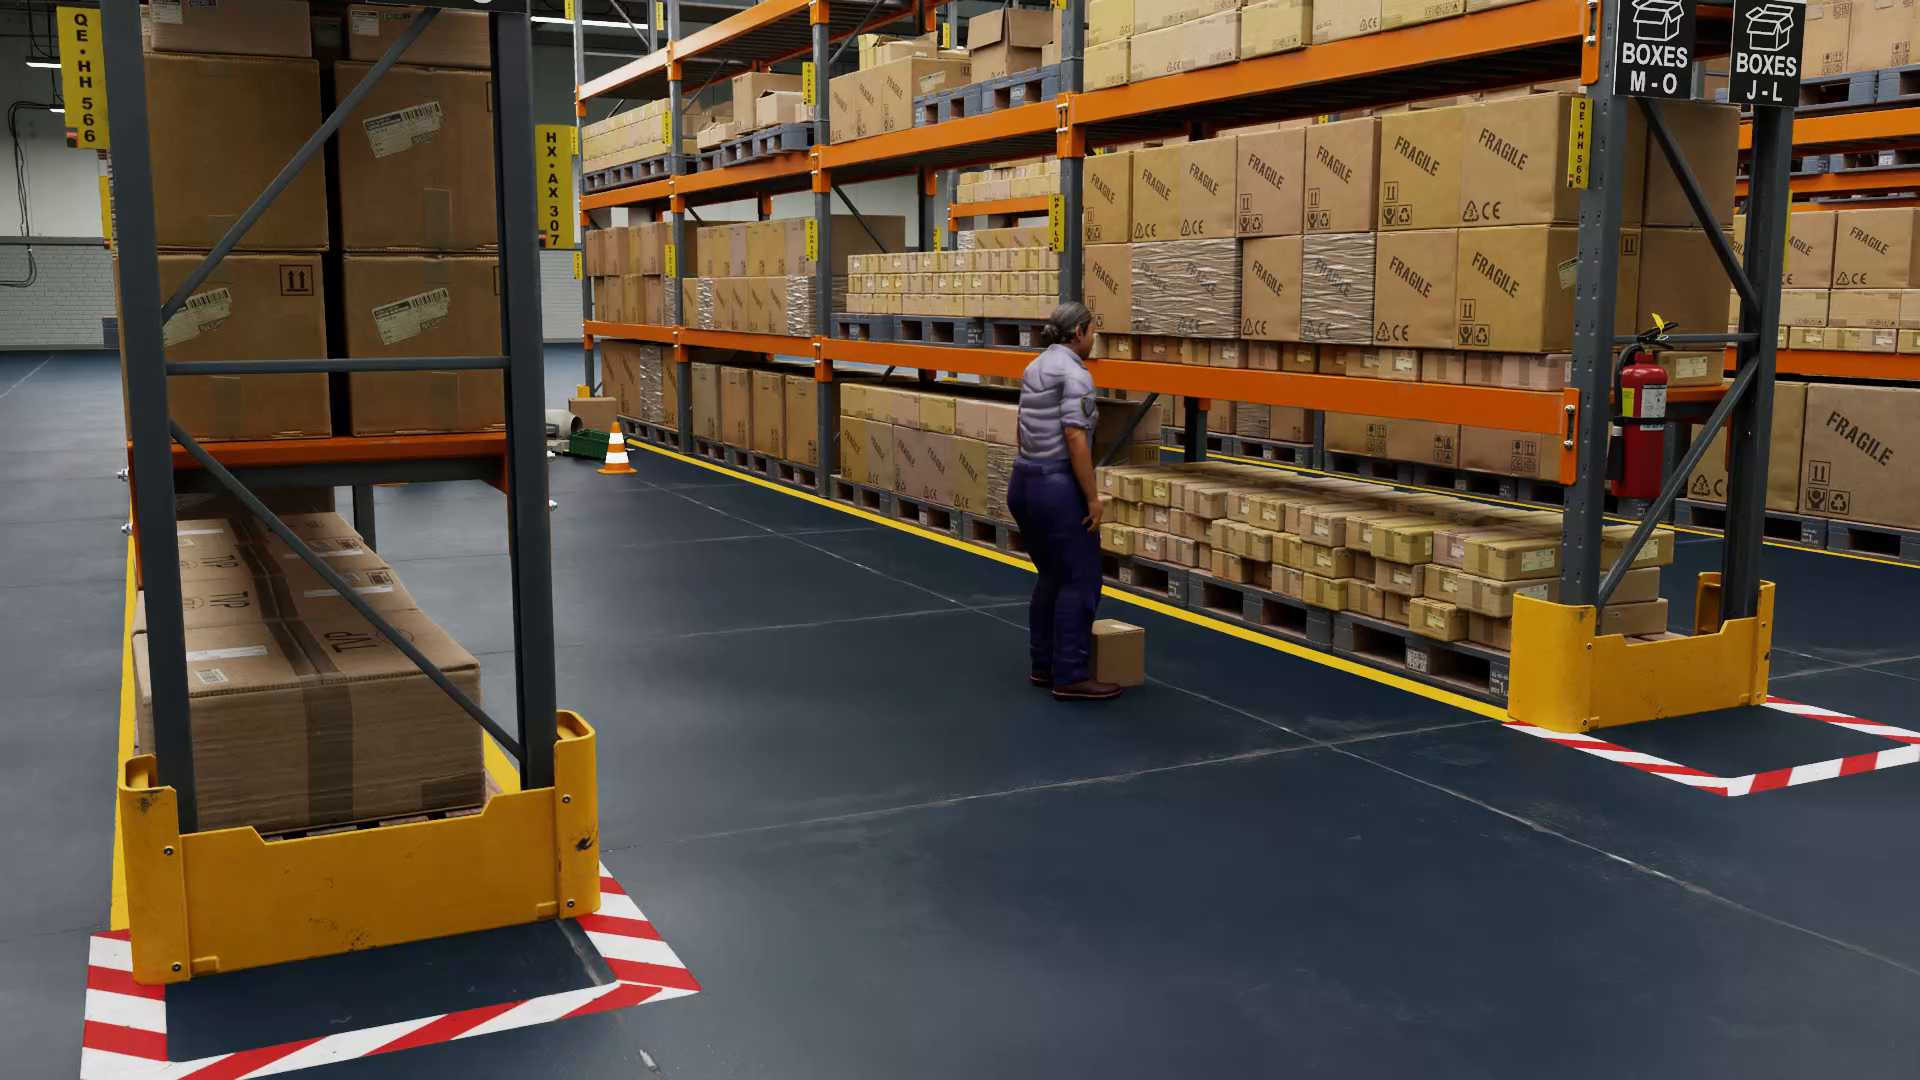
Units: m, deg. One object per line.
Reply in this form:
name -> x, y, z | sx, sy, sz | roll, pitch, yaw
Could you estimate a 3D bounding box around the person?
person -> 0.439, -0.178, 7.042 | 0.413, 1.652, 0.541 | -4, 10, -26
